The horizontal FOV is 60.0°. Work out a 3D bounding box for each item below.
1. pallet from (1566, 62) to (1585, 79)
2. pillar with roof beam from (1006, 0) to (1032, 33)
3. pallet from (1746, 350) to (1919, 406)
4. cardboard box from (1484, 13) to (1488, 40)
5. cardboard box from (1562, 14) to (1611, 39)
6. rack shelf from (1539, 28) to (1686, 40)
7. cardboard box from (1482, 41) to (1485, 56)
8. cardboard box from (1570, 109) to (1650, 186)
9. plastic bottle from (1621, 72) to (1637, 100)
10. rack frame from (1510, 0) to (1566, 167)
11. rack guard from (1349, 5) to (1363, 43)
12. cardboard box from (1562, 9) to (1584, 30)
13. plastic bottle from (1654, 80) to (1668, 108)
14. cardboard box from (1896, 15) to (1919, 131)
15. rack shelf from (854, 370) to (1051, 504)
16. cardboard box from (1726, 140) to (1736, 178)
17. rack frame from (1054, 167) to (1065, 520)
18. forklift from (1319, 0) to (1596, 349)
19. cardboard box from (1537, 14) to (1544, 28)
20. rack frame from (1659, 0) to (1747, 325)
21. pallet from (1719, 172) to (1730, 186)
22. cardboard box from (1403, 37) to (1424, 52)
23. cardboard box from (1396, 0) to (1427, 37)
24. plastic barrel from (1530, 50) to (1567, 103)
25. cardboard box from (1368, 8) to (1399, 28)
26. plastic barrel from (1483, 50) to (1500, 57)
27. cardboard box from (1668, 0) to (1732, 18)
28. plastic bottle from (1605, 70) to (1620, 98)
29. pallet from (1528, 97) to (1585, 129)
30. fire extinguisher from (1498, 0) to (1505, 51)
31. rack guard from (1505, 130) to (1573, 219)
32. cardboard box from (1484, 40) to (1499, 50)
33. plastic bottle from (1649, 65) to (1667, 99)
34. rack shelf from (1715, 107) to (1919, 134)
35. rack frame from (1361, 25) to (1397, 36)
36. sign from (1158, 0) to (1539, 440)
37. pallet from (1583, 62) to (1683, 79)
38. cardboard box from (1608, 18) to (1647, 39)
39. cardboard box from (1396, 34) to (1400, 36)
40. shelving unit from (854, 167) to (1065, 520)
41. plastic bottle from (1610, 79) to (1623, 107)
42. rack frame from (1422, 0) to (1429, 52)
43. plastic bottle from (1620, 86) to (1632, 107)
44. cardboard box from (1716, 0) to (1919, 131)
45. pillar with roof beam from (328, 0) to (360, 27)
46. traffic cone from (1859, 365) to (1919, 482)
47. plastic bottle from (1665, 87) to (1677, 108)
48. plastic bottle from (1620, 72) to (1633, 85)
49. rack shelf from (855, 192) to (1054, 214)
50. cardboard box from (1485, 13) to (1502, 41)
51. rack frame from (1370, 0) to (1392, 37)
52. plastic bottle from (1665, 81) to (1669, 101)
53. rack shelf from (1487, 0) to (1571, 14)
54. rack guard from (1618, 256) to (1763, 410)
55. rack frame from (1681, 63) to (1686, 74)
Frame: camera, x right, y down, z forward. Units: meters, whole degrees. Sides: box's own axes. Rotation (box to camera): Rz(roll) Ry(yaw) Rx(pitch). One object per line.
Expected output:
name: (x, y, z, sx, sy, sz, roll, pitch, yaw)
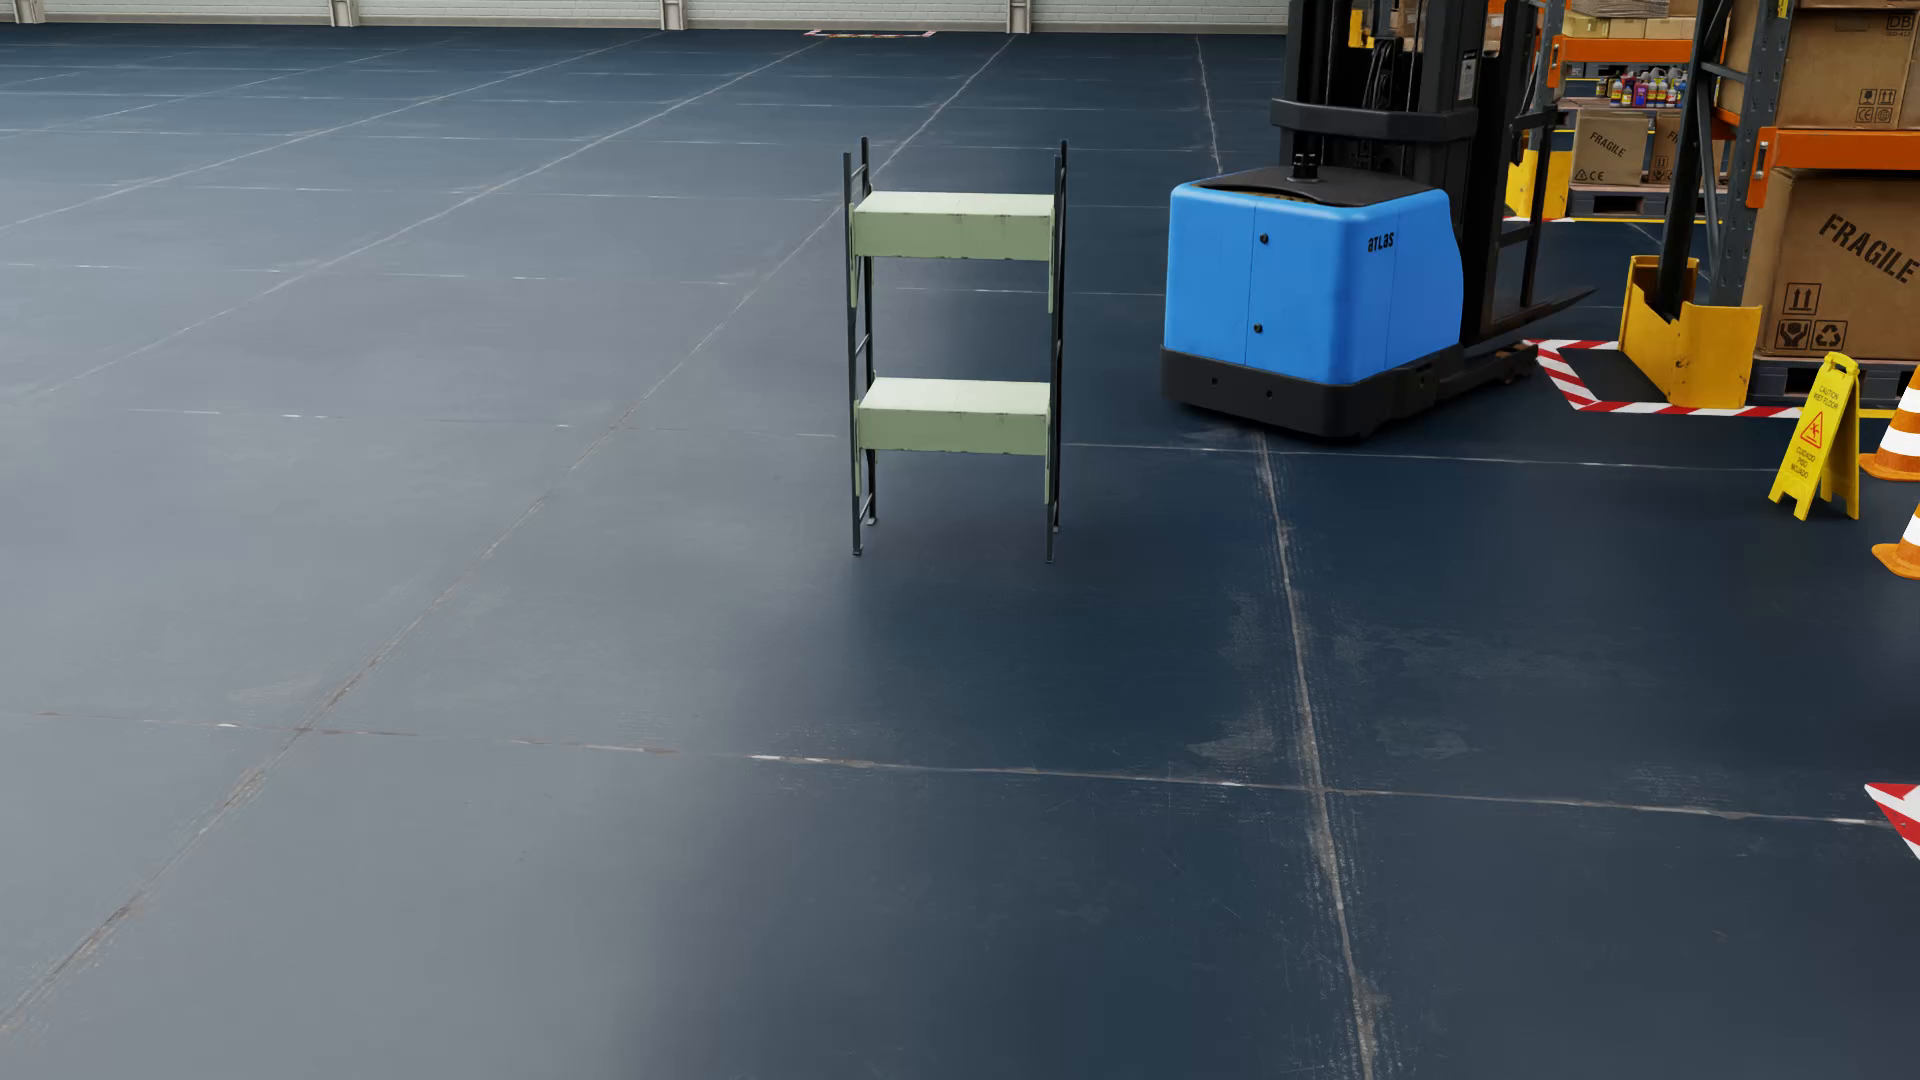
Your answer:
pallet: (7.553, -6.298, 22.082, 1.213, 0.211, 1.003, 2, 22, 6)
pillar with roof beam: (0.492, -11.238, 22.625, 0.400, 9.000, 9.100, 2, 22, 6)
pallet: (4.531, -0.940, 8.530, 1.213, 0.211, 1.003, 2, 22, 6)
cardboard box: (9.523, -6.671, 21.382, 6.424, 0.500, 0.536, 2, 22, 6)
cardboard box: (4.666, -3.833, 12.397, 0.250, 0.149, 0.380, 2, 22, 6)
rack shelf: (6.397, -3.752, 12.466, 3.809, 0.052, 0.919, 2, 22, 6)
cardboard box: (6.584, -6.458, 21.863, 0.500, 0.250, 0.500, 2, 22, 6)
cardboard box: (5.029, -3.049, 12.900, 0.500, 0.500, 0.500, 7, 23, 16)
plastic bottle: (7.105, -4.820, 17.647, 0.133, 0.283, 0.061, 2, 22, 6)
rack frame: (4.411, -4.049, 12.602, 0.127, 3.000, 1.000, 2, 22, 6)
rack guard: (6.236, -8.309, 26.776, 0.348, 0.500, 1.175, 2, 22, 6)
cardboard box: (4.719, -3.995, 12.807, 0.250, 0.149, 0.380, 2, 22, 6)
plastic bottle: (7.198, -4.582, 17.062, 0.097, 0.271, 0.097, 0, 22, 0)
cardboard box: (4.650, -2.297, 7.966, 0.550, 0.550, 0.875, 2, 22, 6)
rack shelf: (-0.007, -0.395, 6.285, 0.720, 0.370, 0.431, 2, 22, 6)
cardboard box: (6.247, -3.001, 12.781, 0.500, 0.500, 0.500, 5, 22, 11)
rack frame: (0.357, -0.681, 6.124, 0.010, 1.308, 0.380, 2, 22, 6)
forklift: (2.339, -2.269, 8.192, 1.121, 2.935, 3.031, 19, 29, 40)
cardboard box: (7.577, -6.761, 21.610, 0.500, 0.500, 0.500, 2, 22, 6)
rack frame: (3.728, -2.244, 8.035, 0.053, 2.616, 0.949, 2, 22, 6)
pallet: (6.498, -2.647, 12.849, 1.213, 0.211, 1.003, 2, 22, 6)
cardboard box: (6.087, -6.478, 21.914, 0.500, 0.250, 0.500, 2, 22, 6)
cardboard box: (6.148, -7.017, 22.256, 0.500, 0.500, 0.500, 2, 22, 6)
plastic barrel: (6.155, -4.874, 17.500, 0.421, 0.512, 0.421, 0, 22, 0)
cardboard box: (6.837, -8.366, 26.580, 0.500, 0.311, 0.500, 0, 22, 0)
plastic barrel: (5.657, -4.895, 17.555, 0.421, 0.512, 0.421, 0, 22, 0)
cardboard box: (5.465, -4.222, 12.499, 0.500, 0.500, 0.875, 2, 22, 6)
plastic bottle: (6.988, -4.881, 17.802, 0.133, 0.283, 0.061, 3, 22, 8)
pallet: (5.881, -4.537, 17.630, 1.213, 0.211, 1.003, 2, 22, 6)
fire extinguisher: (4.352, -4.186, 13.054, 0.183, 0.674, 0.296, 2, 22, 6)
rack guard: (4.487, -2.883, 13.053, 0.348, 0.500, 1.175, 2, 22, 6)
cardboard box: (7.081, -6.436, 21.808, 0.500, 0.250, 0.500, 2, 22, 6)
plastic bottle: (7.419, -4.878, 17.703, 0.185, 0.351, 0.144, 3, 22, 9)
rack shelf: (5.713, -1.946, 7.897, 3.809, 0.052, 0.919, 2, 22, 6)
rack frame: (7.038, -8.126, 26.708, 1.213, 0.211, 1.003, 2, 22, 6)
sign: (1.938, -2.067, 7.823, 2.025, 2.768, 2.177, 2, 22, 6)
pallet: (8.768, -6.246, 21.951, 1.213, 0.211, 1.003, 2, 22, 6)
cardboard box: (4.912, -3.815, 12.352, 0.250, 0.149, 0.380, 2, 22, 6)
cardboard box: (6.148, -6.667, 22.392, 0.500, 0.250, 0.500, 2, 22, 6)
shelving unit: (-0.001, -0.698, 6.164, 0.731, 1.308, 0.431, 2, 22, 6)
plastic bottle: (6.758, -4.601, 17.110, 0.097, 0.271, 0.097, 0, 22, 0)
rack frame: (4.994, -5.857, 17.176, 0.127, 3.000, 1.000, 2, 22, 6)
plastic bottle: (6.861, -4.564, 17.112, 0.097, 0.201, 0.097, 0, 22, 0)
cardboard box: (4.101, -2.313, 8.006, 0.550, 0.550, 0.875, 2, 22, 6)
pillar with roof beam: (-11.424, -11.757, 23.939, 0.400, 9.000, 9.100, 2, 22, 6)
traffic cone: (4.088, -0.521, 7.129, 0.334, 0.463, 0.336, 2, 22, 6)
plastic bottle: (7.296, -4.545, 17.064, 0.097, 0.201, 0.097, 0, 22, 0)
plastic bottle: (7.117, -4.855, 17.747, 0.135, 0.276, 0.152, 3, 22, 7)
rack shelf: (-0.007, -1.152, 5.985, 0.686, 0.124, 0.368, 2, 22, 6)
cardboard box: (7.082, -6.789, 21.680, 0.500, 0.500, 0.500, 2, 22, 6)
rack frame: (5.581, -7.666, 21.750, 0.127, 3.000, 1.000, 2, 22, 6)
plastic bottle: (7.449, -4.763, 17.615, 0.097, 0.201, 0.097, 0, 22, 0)
rack shelf: (6.980, -5.436, 17.089, 4.000, 0.370, 1.077, 2, 22, 6)
rack guard: (3.703, -1.081, 8.495, 0.348, 0.500, 1.175, 2, 22, 6)
rack frame: (9.553, -7.493, 21.312, 0.127, 3.000, 1.000, 2, 22, 6)
